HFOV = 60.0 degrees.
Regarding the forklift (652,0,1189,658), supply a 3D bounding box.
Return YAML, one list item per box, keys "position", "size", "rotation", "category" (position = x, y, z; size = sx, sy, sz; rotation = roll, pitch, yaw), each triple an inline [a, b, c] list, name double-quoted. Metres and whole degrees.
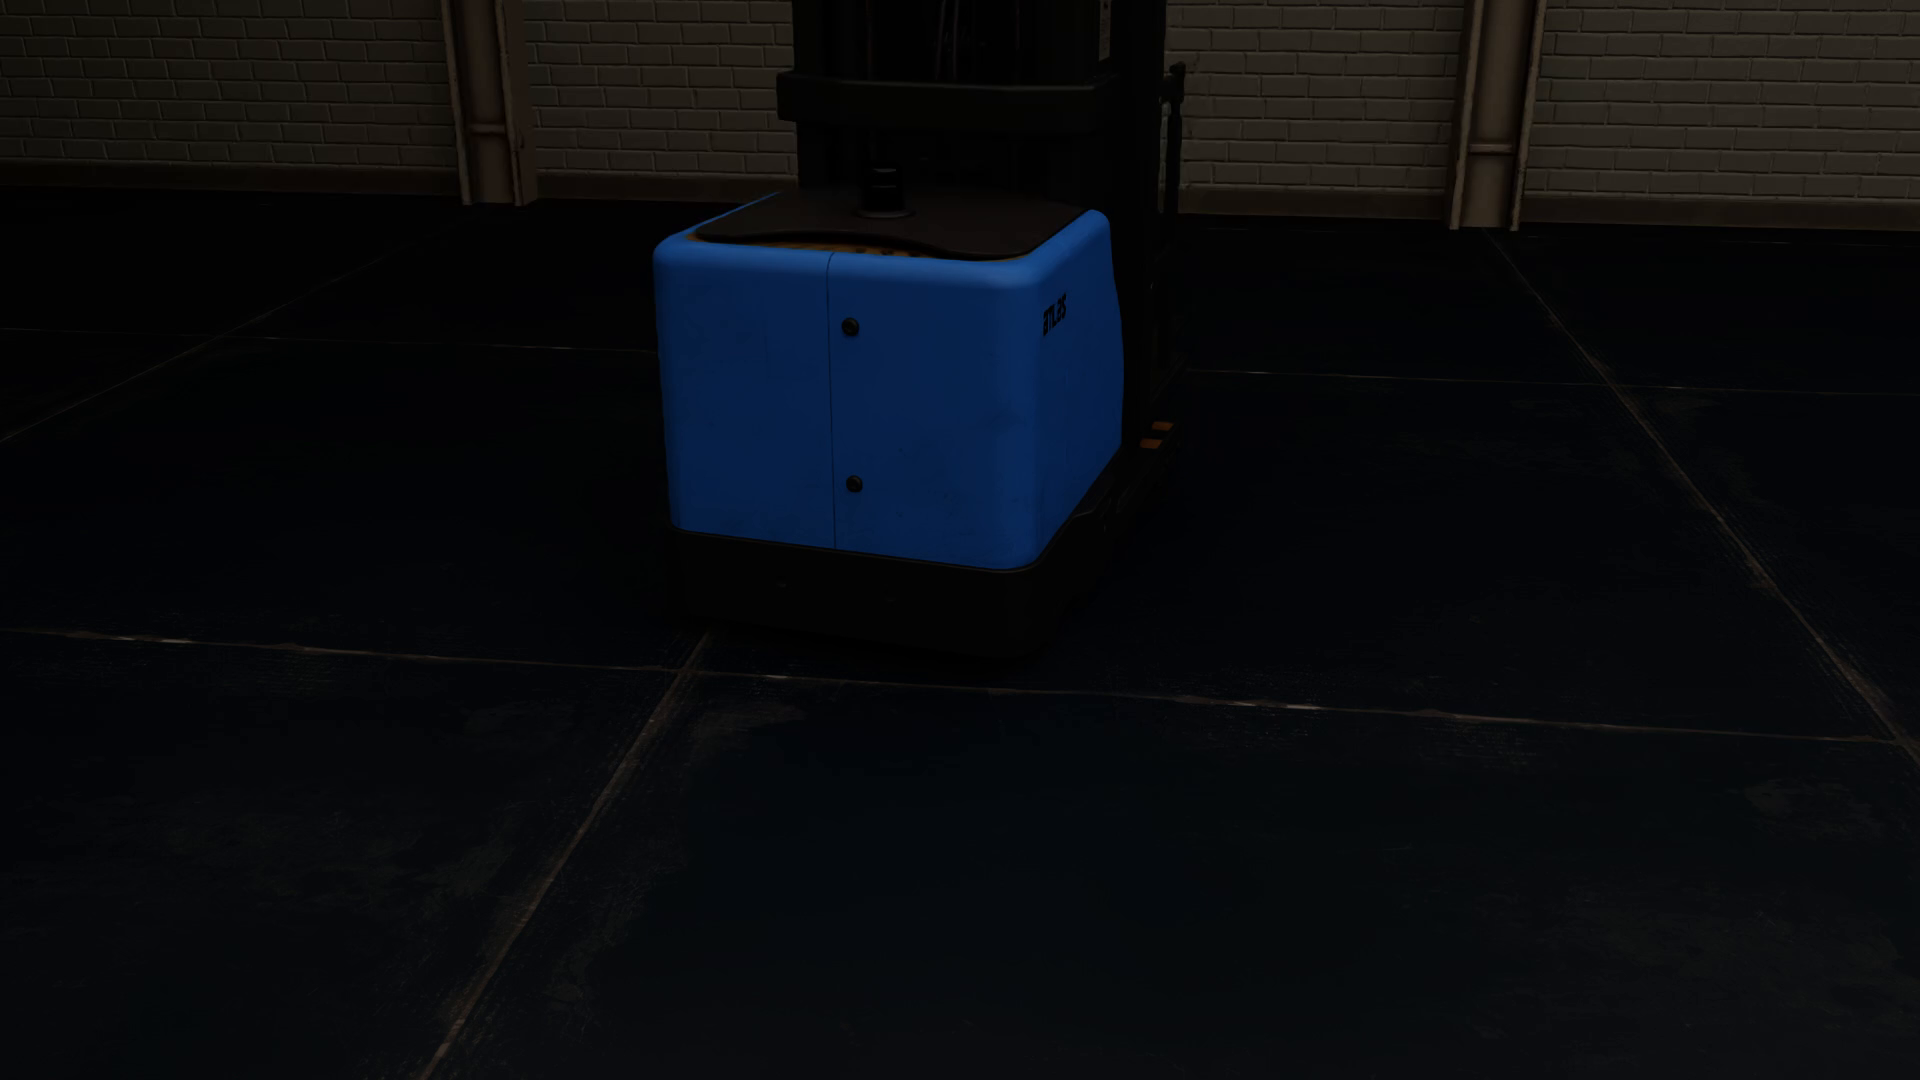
- position: [0.144, -1.578, 5.173]
  size: [1.130, 2.935, 3.031]
  rotation: [7, 23, 17]
  category: "forklift"
